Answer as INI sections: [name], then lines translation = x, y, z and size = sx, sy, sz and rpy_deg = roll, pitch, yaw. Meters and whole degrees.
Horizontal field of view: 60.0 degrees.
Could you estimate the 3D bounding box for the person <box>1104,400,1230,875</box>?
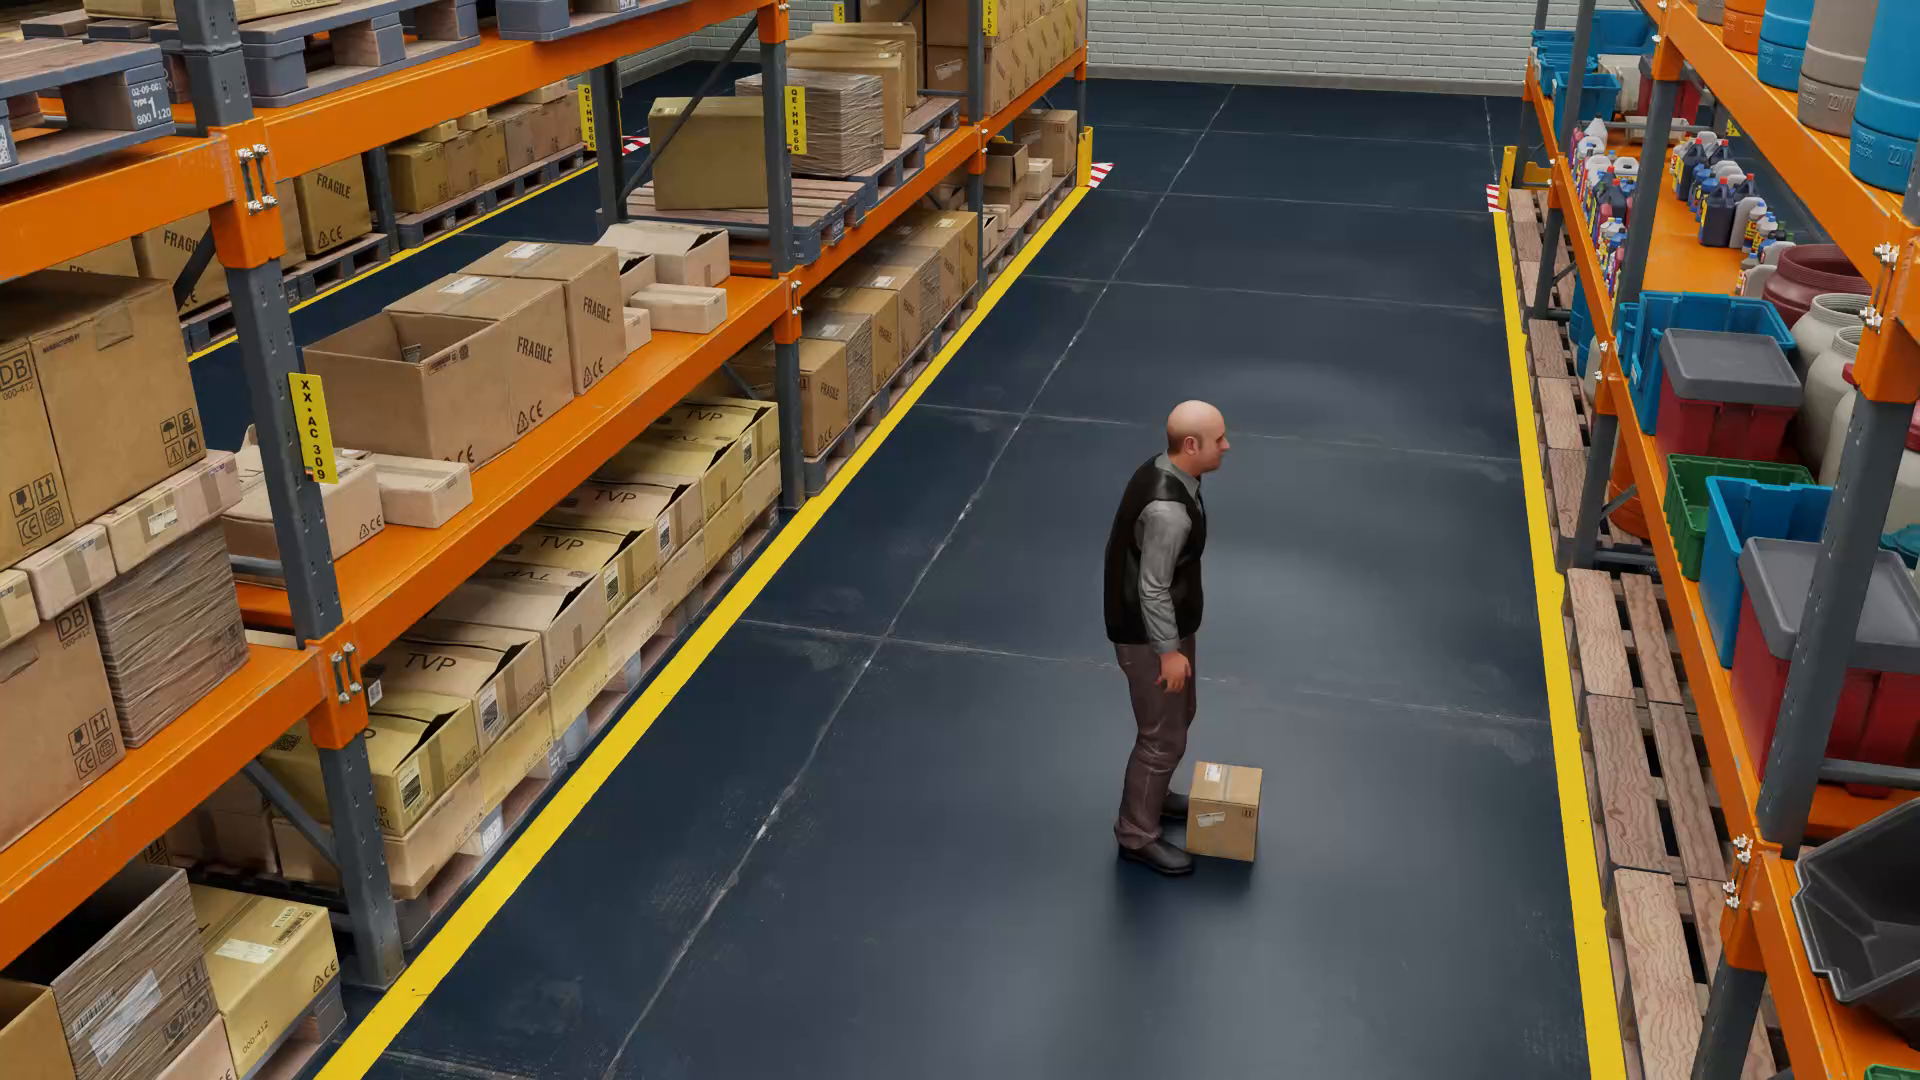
[person]
translation = 0.718, 0.316, 5.962
size = 0.416, 1.722, 0.590
rpy_deg = 5, 26, 11
